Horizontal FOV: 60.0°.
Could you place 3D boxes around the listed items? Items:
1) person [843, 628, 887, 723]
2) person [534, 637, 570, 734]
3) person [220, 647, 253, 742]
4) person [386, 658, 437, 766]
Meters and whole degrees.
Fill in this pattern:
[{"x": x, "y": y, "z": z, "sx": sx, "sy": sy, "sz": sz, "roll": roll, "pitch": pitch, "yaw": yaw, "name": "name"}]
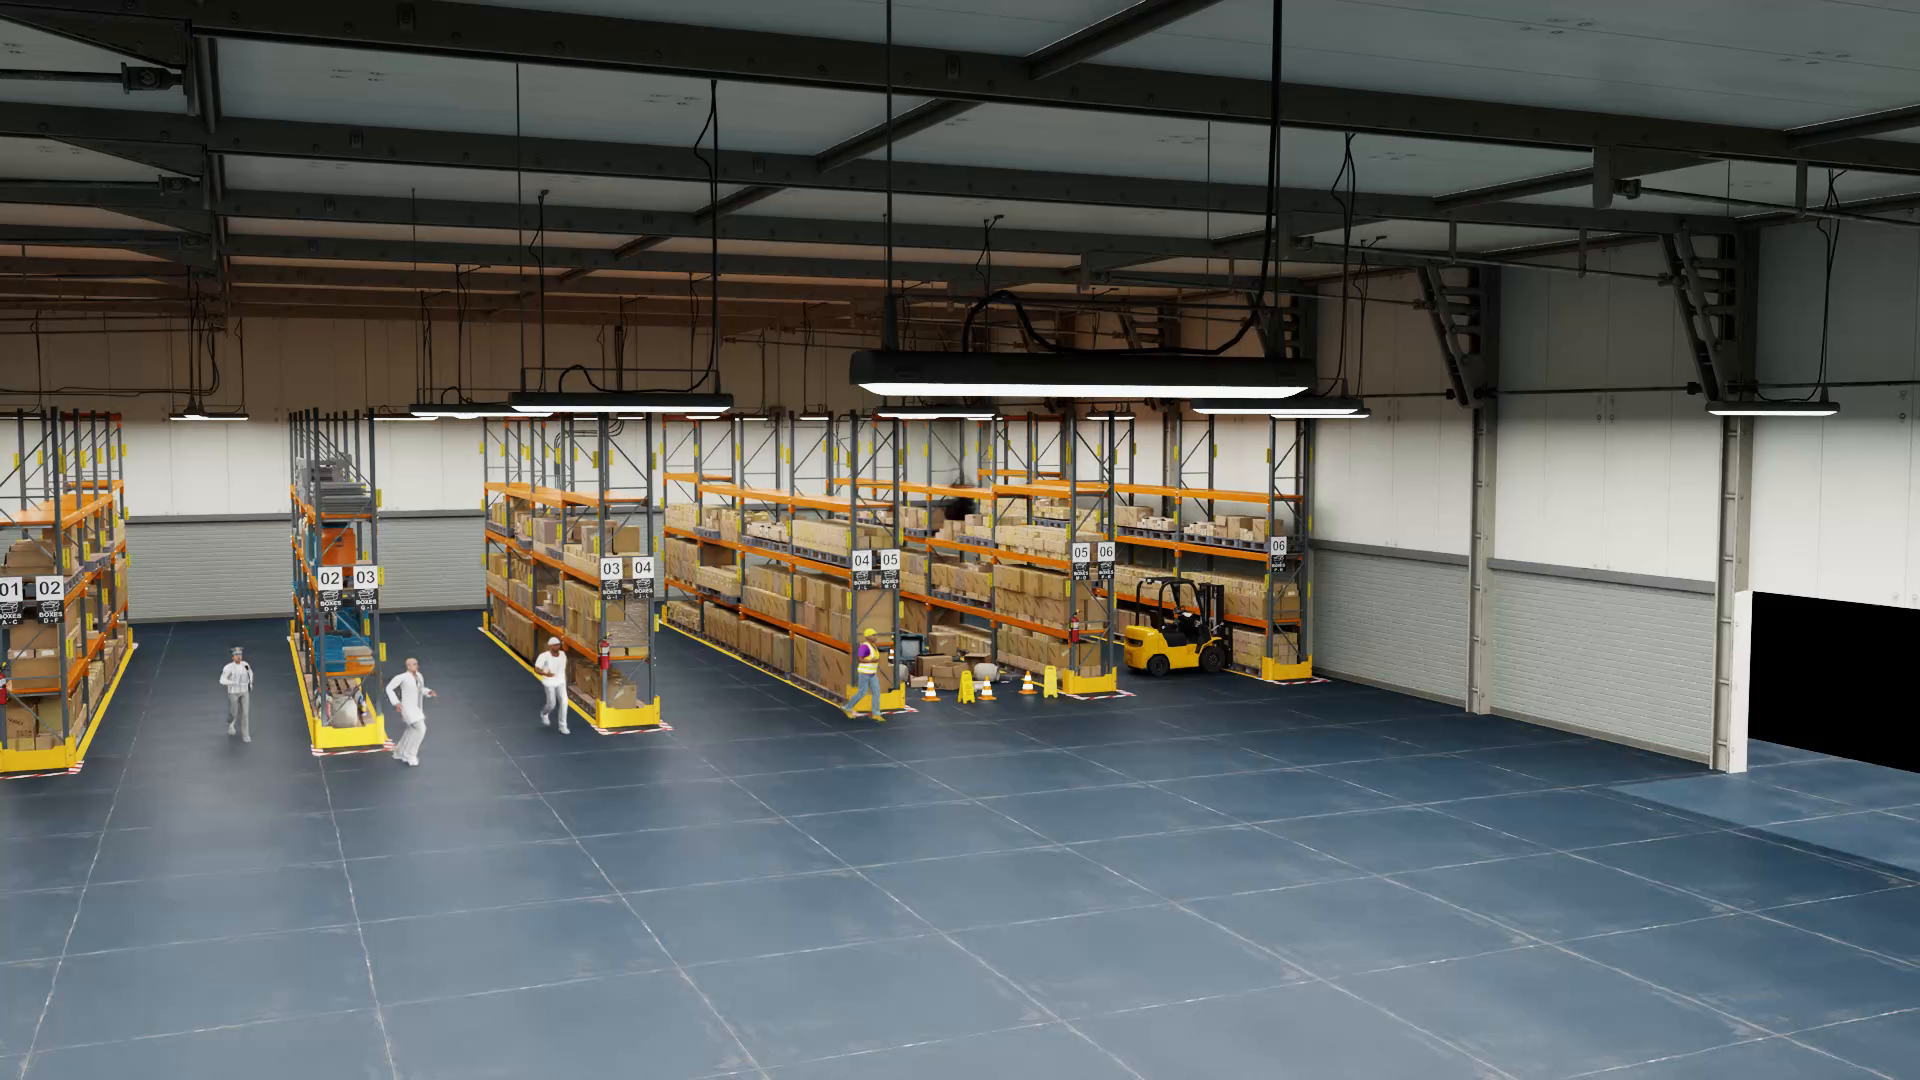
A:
[{"x": -1.788, "y": 2.595, "z": 31.989, "sx": 0.880, "sy": 1.789, "sz": 0.704, "roll": 2, "pitch": 4, "yaw": 24, "name": "person"}, {"x": -7.560, "y": 2.684, "z": 30.925, "sx": 0.735, "sy": 1.766, "sz": 0.918, "roll": -3, "pitch": 5, "yaw": -40, "name": "person"}, {"x": -12.960, "y": 2.750, "z": 29.885, "sx": 0.617, "sy": 1.667, "sz": 0.958, "roll": -3, "pitch": 5, "yaw": -39, "name": "person"}, {"x": -9.209, "y": 2.893, "z": 27.988, "sx": 0.802, "sy": 1.819, "sz": 0.694, "roll": 1, "pitch": 4, "yaw": 12, "name": "person"}]
